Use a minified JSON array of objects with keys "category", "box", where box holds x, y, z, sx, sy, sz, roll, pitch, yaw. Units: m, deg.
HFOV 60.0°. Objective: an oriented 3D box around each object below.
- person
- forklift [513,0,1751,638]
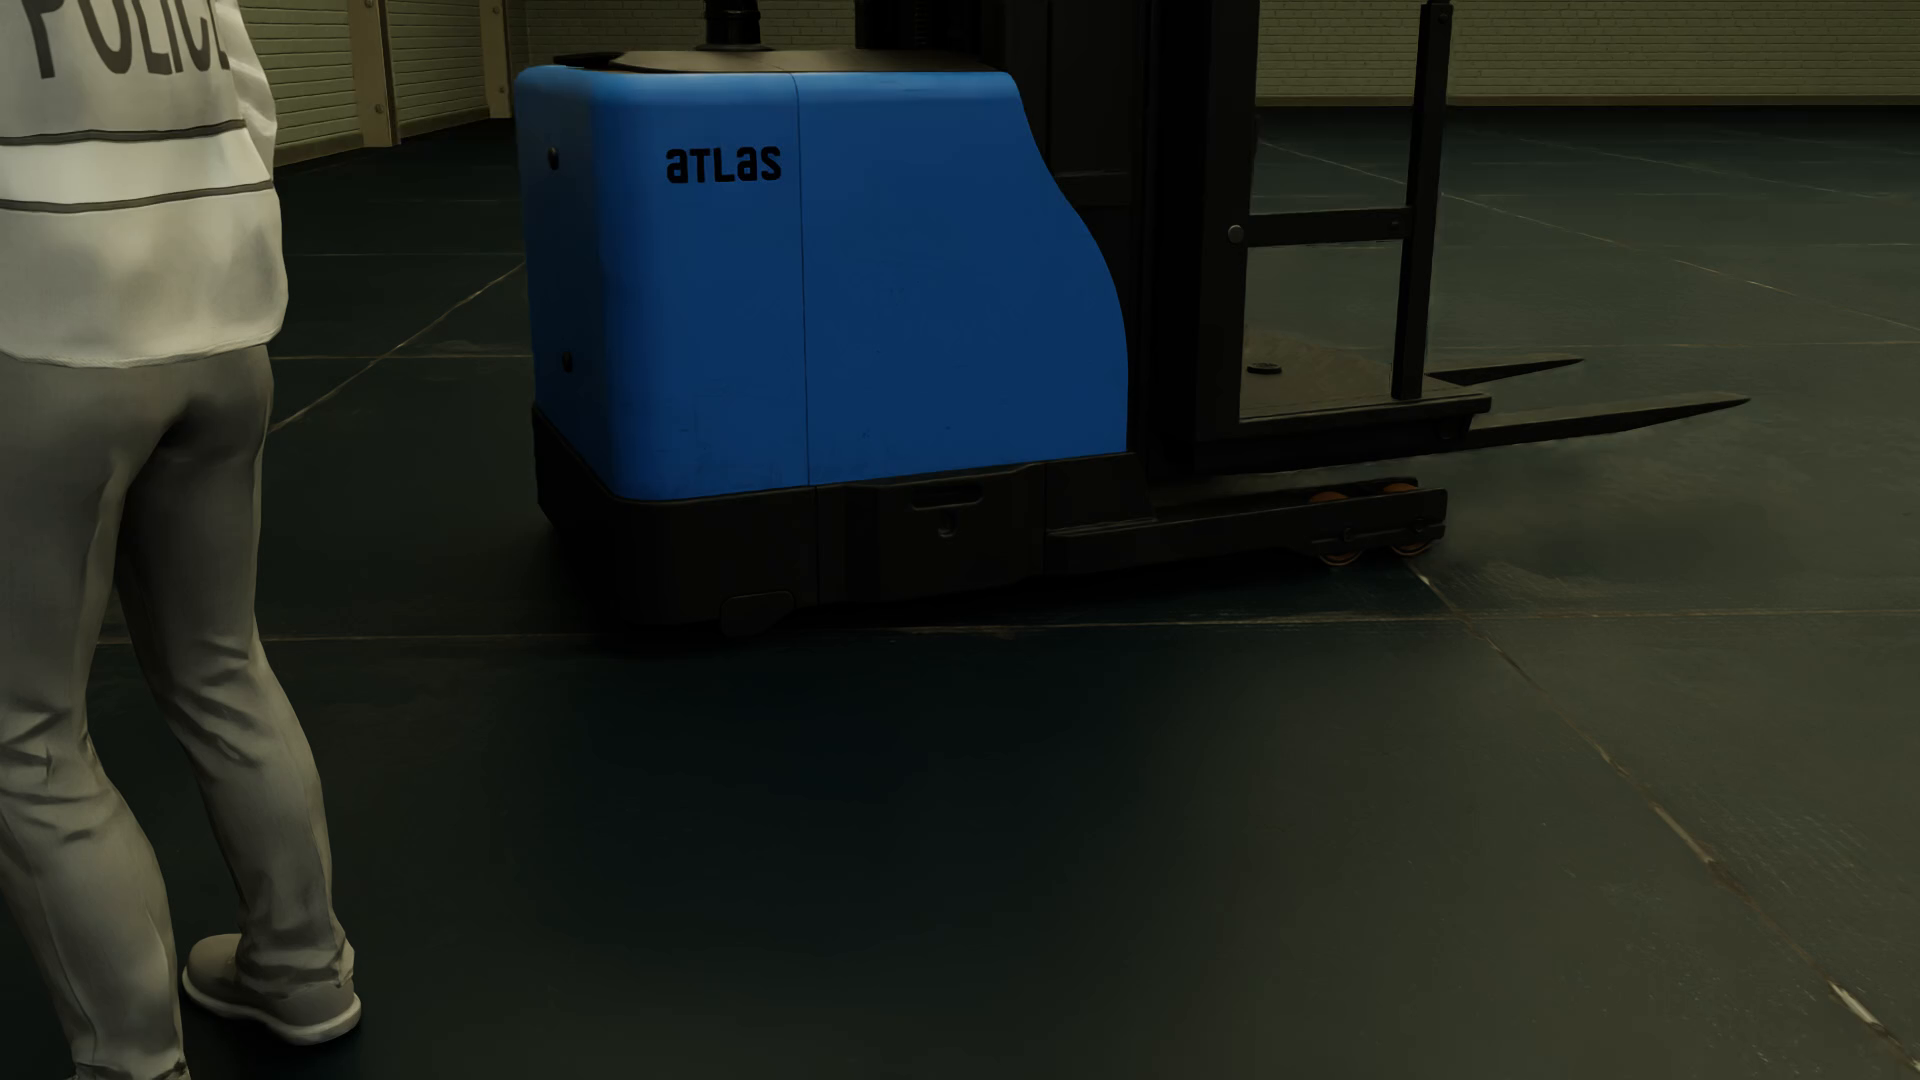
[{"category":"person","box":[-0.873,-0.166,1.623,0.376,1.662,0.532,6,18,18]},{"category":"forklift","box":[0.560,-1.476,3.733,3.031,2.935,1.130,-7,18,-22]}]
